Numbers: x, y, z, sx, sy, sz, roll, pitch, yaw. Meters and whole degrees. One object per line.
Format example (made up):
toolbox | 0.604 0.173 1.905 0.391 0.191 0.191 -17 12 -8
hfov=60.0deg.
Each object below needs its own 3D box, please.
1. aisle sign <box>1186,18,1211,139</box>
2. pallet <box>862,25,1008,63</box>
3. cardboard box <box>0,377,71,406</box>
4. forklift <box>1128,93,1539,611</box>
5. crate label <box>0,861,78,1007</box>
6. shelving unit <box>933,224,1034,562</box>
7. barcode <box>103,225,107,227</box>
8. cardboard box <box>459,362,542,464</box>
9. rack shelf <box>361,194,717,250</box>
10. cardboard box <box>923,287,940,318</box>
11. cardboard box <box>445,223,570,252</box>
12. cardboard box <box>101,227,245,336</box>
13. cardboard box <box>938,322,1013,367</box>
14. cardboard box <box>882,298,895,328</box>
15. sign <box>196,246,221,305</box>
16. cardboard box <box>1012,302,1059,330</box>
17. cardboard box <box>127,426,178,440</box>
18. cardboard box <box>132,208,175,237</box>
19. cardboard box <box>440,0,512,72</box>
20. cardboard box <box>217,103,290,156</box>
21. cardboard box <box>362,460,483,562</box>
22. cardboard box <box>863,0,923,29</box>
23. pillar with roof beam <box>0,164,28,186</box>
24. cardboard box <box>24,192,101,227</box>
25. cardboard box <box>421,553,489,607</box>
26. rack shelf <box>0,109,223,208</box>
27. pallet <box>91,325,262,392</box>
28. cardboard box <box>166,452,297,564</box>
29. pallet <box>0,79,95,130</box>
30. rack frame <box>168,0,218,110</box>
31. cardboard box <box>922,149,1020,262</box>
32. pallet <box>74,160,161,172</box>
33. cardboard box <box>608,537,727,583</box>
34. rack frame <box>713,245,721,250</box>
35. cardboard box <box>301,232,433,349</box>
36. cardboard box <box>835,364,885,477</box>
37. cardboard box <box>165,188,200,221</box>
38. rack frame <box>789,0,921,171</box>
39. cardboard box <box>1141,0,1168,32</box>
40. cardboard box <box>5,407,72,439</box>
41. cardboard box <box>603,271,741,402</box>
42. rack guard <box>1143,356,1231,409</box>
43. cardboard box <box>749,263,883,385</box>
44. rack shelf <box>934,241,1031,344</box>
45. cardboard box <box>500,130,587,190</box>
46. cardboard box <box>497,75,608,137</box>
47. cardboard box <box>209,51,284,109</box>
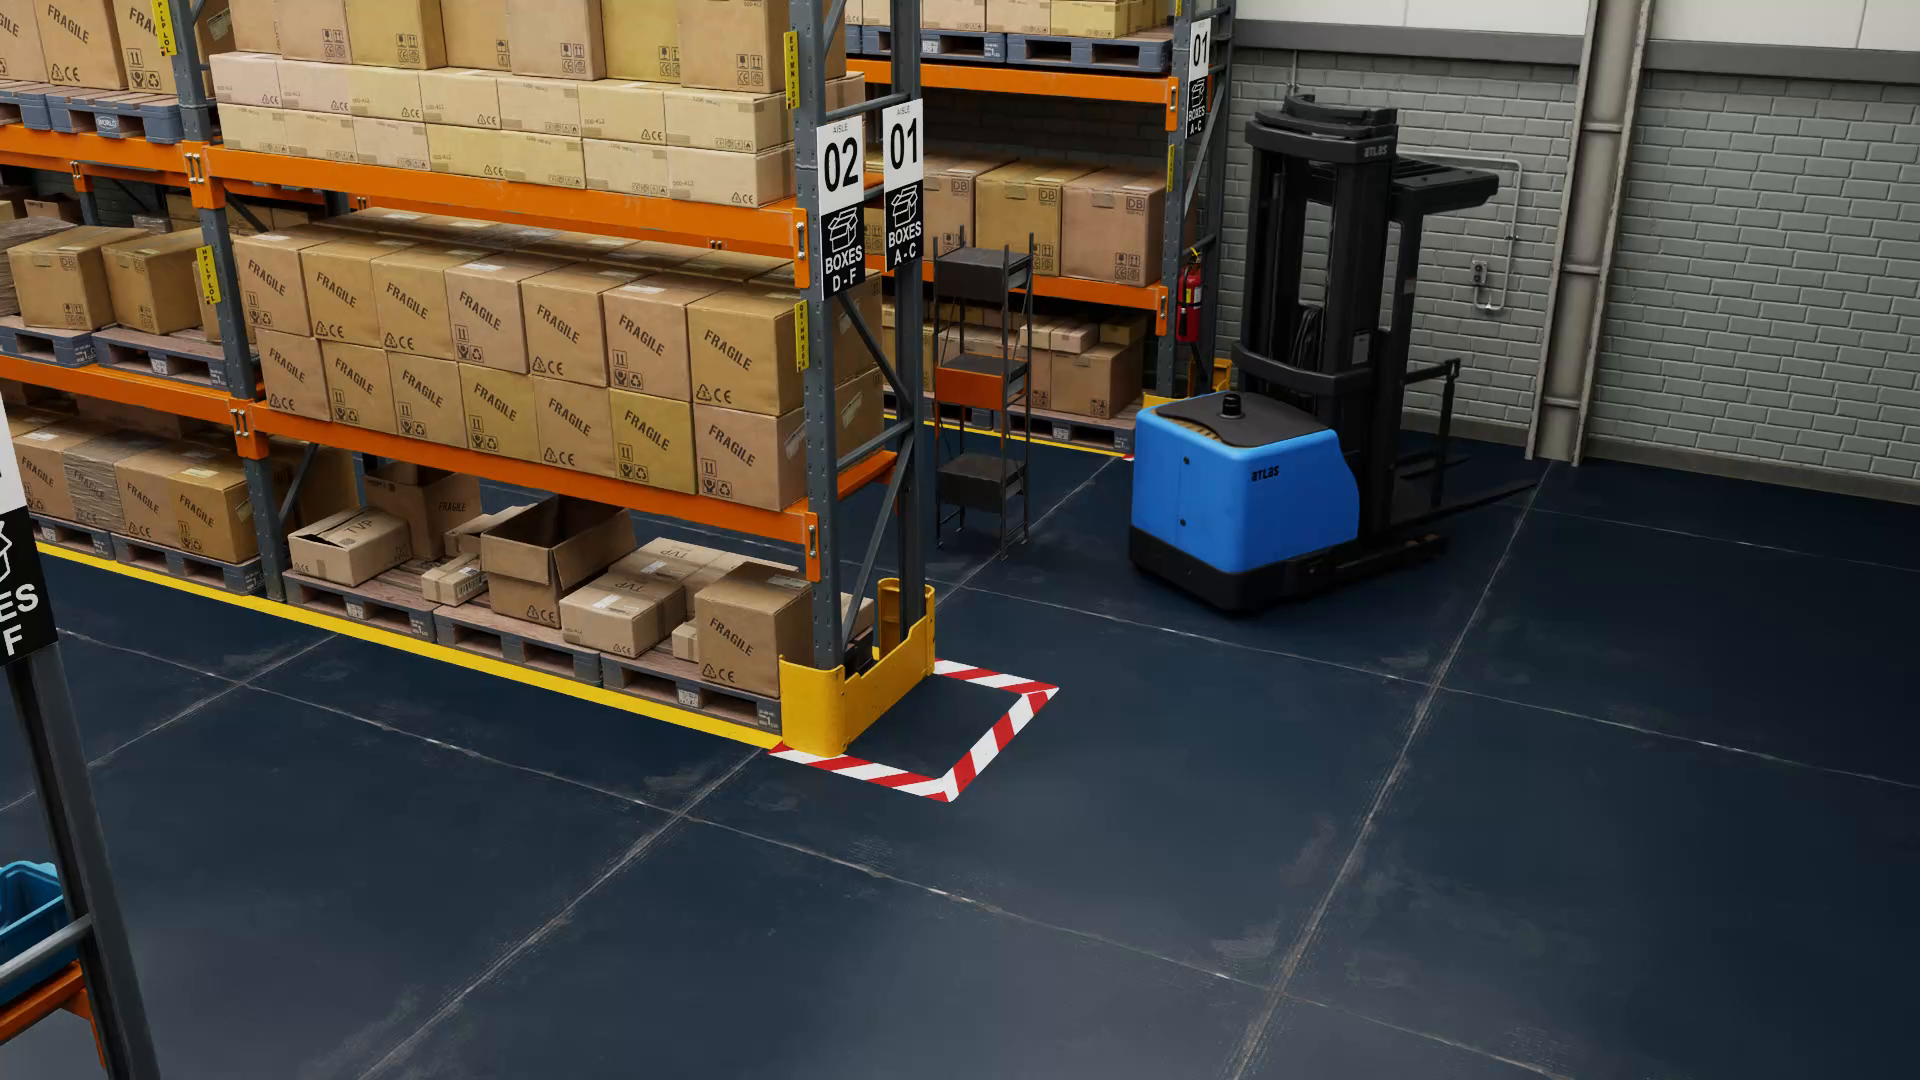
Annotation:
aisle sign | 1.691 -3.275 11.796 0.004 0.787 0.394 11 25 25
pallet | 0.002 -3.878 12.816 1.213 0.211 1.003 11 25 25
cardboard box | -6.616 -1.183 11.874 0.500 0.250 0.500 12 26 27
forklift | 2.605 -1.338 10.651 3.031 2.935 1.130 -14 27 -30
crate label | -2.780 1.155 4.839 0.303 0.233 0.416 11 25 25
shelving unit | 0.148 -0.937 10.770 0.503 2.100 0.431 11 25 25
barcode | -9.570 -3.493 18.621 0.075 0.075 0.001 11 25 25
cardboard box | -2.349 -0.765 9.087 0.500 0.500 0.500 11 25 24
rack shelf | -3.592 -2.924 15.213 4.000 0.370 1.077 11 25 25
cardboard box | -0.295 -1.987 13.919 0.250 0.149 0.380 11 26 25
cardboard box | -2.563 -1.500 9.539 0.500 0.500 0.500 11 26 25
cardboard box | -5.004 -1.672 10.684 0.500 0.500 0.700 16 28 33
cardboard box | 0.197 -1.505 13.612 0.500 0.500 0.700 10 25 23
cardboard box | -0.497 -1.860 13.618 0.250 0.149 0.380 10 25 23
sign | -4.287 -1.510 9.488 0.005 0.325 0.100 11 25 25
cardboard box | 0.618 -1.807 13.496 0.250 0.149 0.380 11 26 25
cardboard box | -5.285 -0.575 11.402 0.500 0.500 0.500 12 26 25
cardboard box | -8.283 -3.243 17.674 0.500 0.500 0.700 12 26 26
cardboard box | -2.242 -2.726 8.590 0.500 0.500 0.700 11 25 25
cardboard box | -3.717 -2.311 9.209 0.500 0.250 0.500 11 25 25
cardboard box | -3.403 -0.222 10.571 0.500 0.500 0.500 11 25 25
cardboard box | -0.400 -4.056 12.649 0.500 0.250 0.500 10 25 23
pillar with roof beam | -13.444 -6.457 14.934 0.400 9.000 9.100 11 25 25
cardboard box | -9.891 -3.536 18.365 0.500 0.500 0.500 9 25 21
cardboard box | -2.986 0.229 9.937 0.250 0.166 0.380 11 25 25
rack shelf | -5.824 -2.574 10.556 4.000 0.370 1.077 11 25 25
pallet | -4.703 -1.262 10.631 1.213 0.211 1.003 11 25 25
cardboard box | -4.609 -0.211 10.545 0.500 0.500 0.500 11 25 24
pallet | -5.517 -2.787 10.378 1.003 0.211 1.213 11 25 25
rack frame | -4.039 -3.932 8.998 0.127 3.000 1.000 11 25 25
cardboard box | -0.028 -2.683 13.343 0.700 0.700 0.980 10 25 22
pallet | -8.331 -4.041 17.164 1.213 0.211 1.003 11 25 25
cardboard box | -1.719 0.226 9.837 0.500 0.250 0.500 11 25 25
rack frame | -1.808 -2.902 14.242 0.127 3.000 1.000 11 25 25
cardboard box | -3.285 -1.405 9.316 0.500 0.500 0.500 10 25 23
cardboard box | -0.747 -0.682 8.892 0.500 0.500 0.500 12 26 26
cardboard box | -7.888 -3.511 17.348 0.500 0.250 0.500 11 25 23
rack frame | -0.470 -3.226 7.337 0.127 3.000 1.000 11 25 25
cardboard box | 1.221 -3.961 12.426 0.500 0.250 0.500 13 26 27
cardboard box | -6.417 -0.569 11.387 0.500 0.500 0.500 11 25 24
cardboard box | -1.442 -1.043 8.464 0.500 0.500 0.500 12 26 26
rack guard | 1.783 -1.041 13.060 0.348 0.500 1.175 11 25 25
cardboard box | -0.747 -1.142 8.697 0.500 0.500 0.500 12 26 26
rack shelf | 0.148 -1.569 10.502 0.480 0.518 0.431 11 25 25
cardboard box | -1.940 -1.951 8.364 0.500 0.250 0.500 11 25 25
cardboard box | -1.934 -2.186 8.278 0.500 0.250 0.500 11 25 25
cardboard box | -3.718 -2.540 9.110 0.500 0.250 0.500 11 25 25
